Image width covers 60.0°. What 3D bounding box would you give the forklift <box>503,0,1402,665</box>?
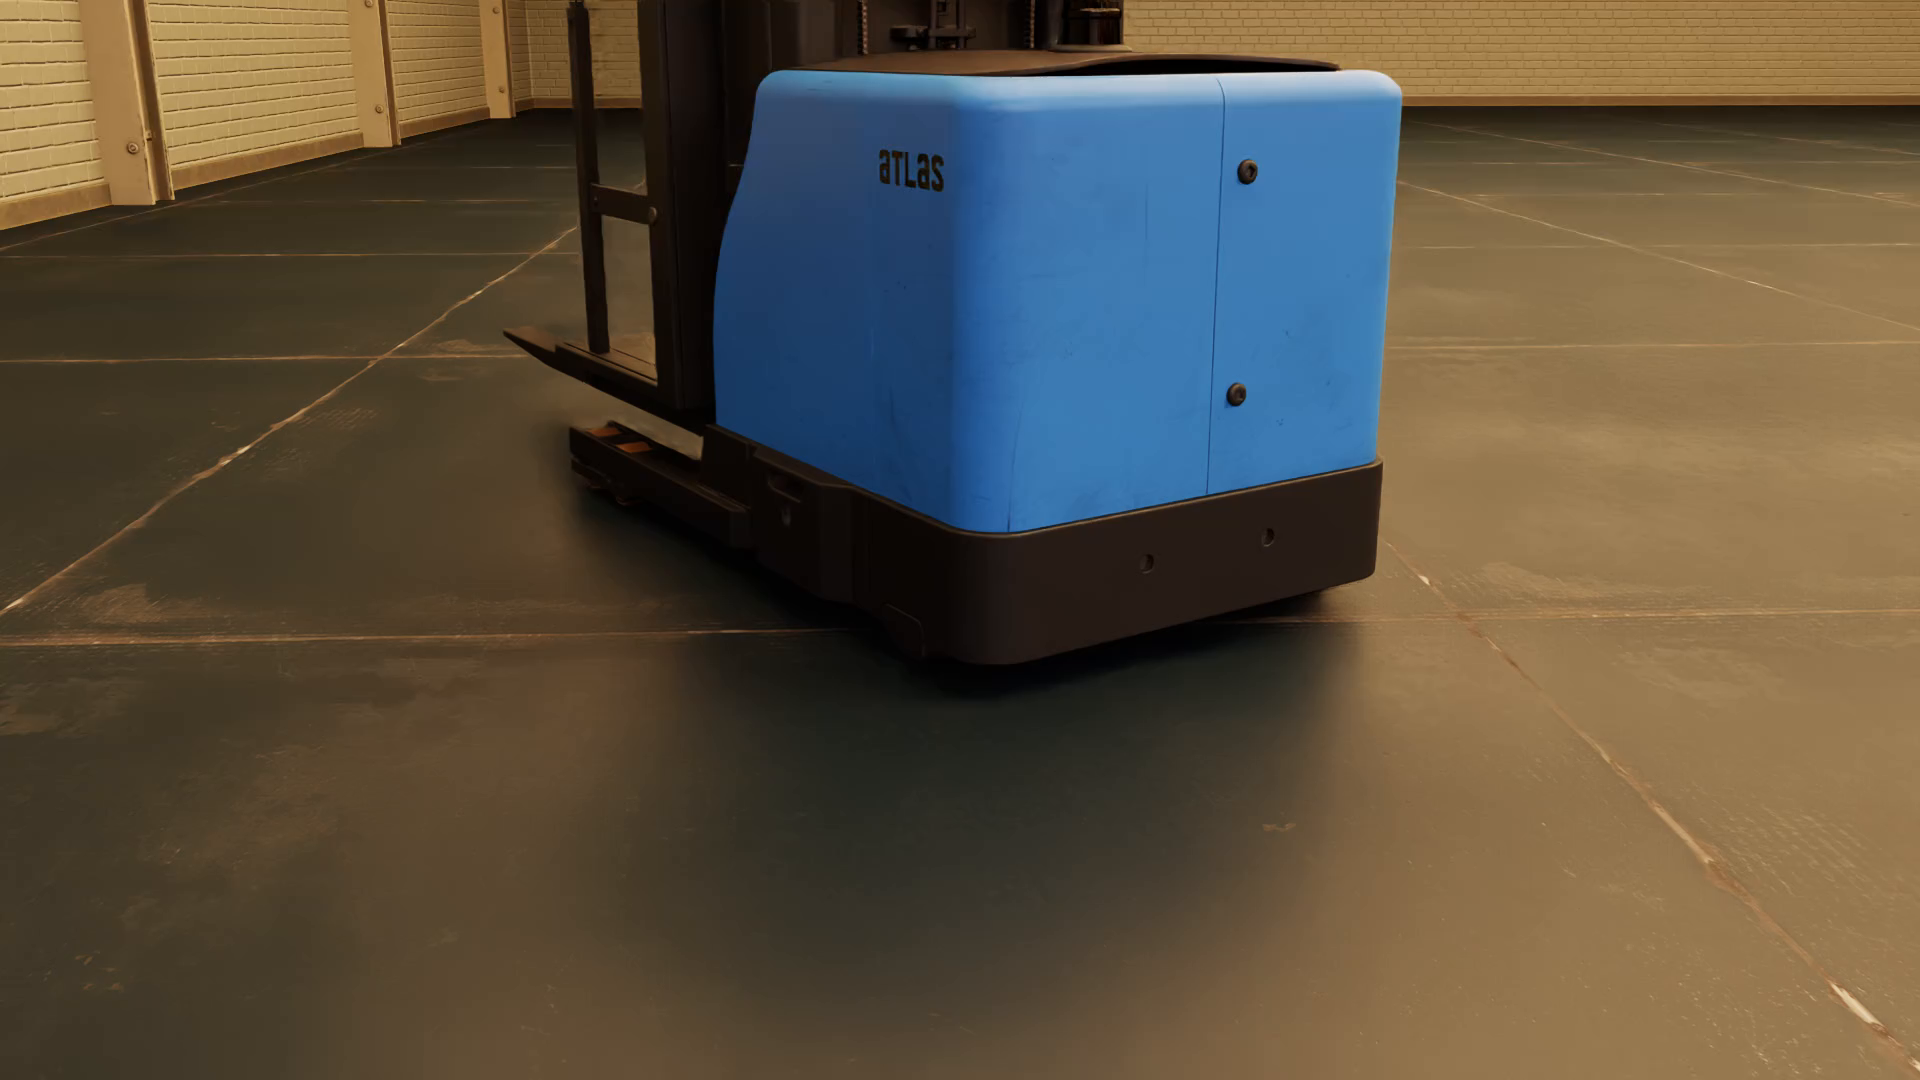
[{"bbox_3d":[-0.364,-1.553,3.983,1.130,2.935,3.031,-11,20,-32],"label":"forklift"}]
